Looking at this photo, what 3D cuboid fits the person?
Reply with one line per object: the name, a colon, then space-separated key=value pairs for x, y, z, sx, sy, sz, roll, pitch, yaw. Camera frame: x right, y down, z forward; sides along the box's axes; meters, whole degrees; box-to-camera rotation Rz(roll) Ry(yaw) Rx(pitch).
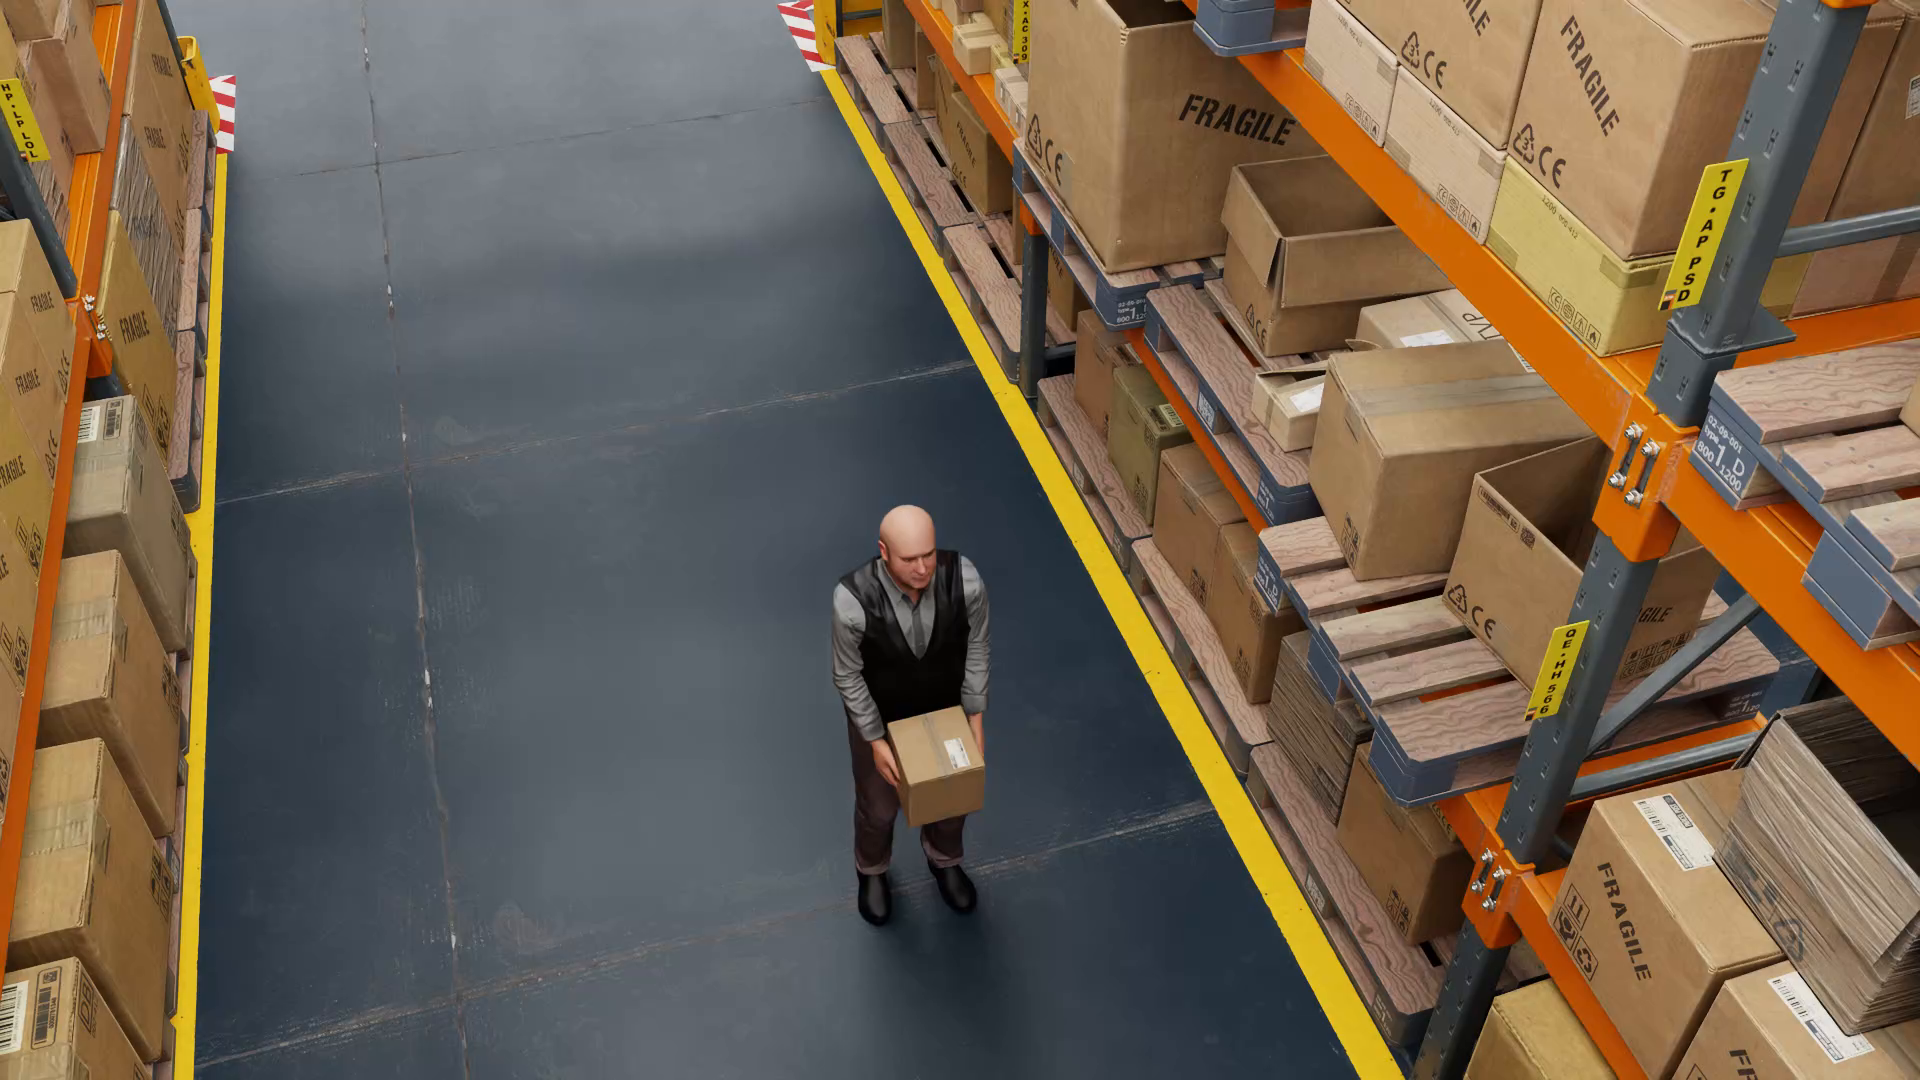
person: x=-0.143 y=0.598 z=5.508 sx=0.539 sy=1.727 sz=0.504 roll=-12 pitch=43 yaw=-13
